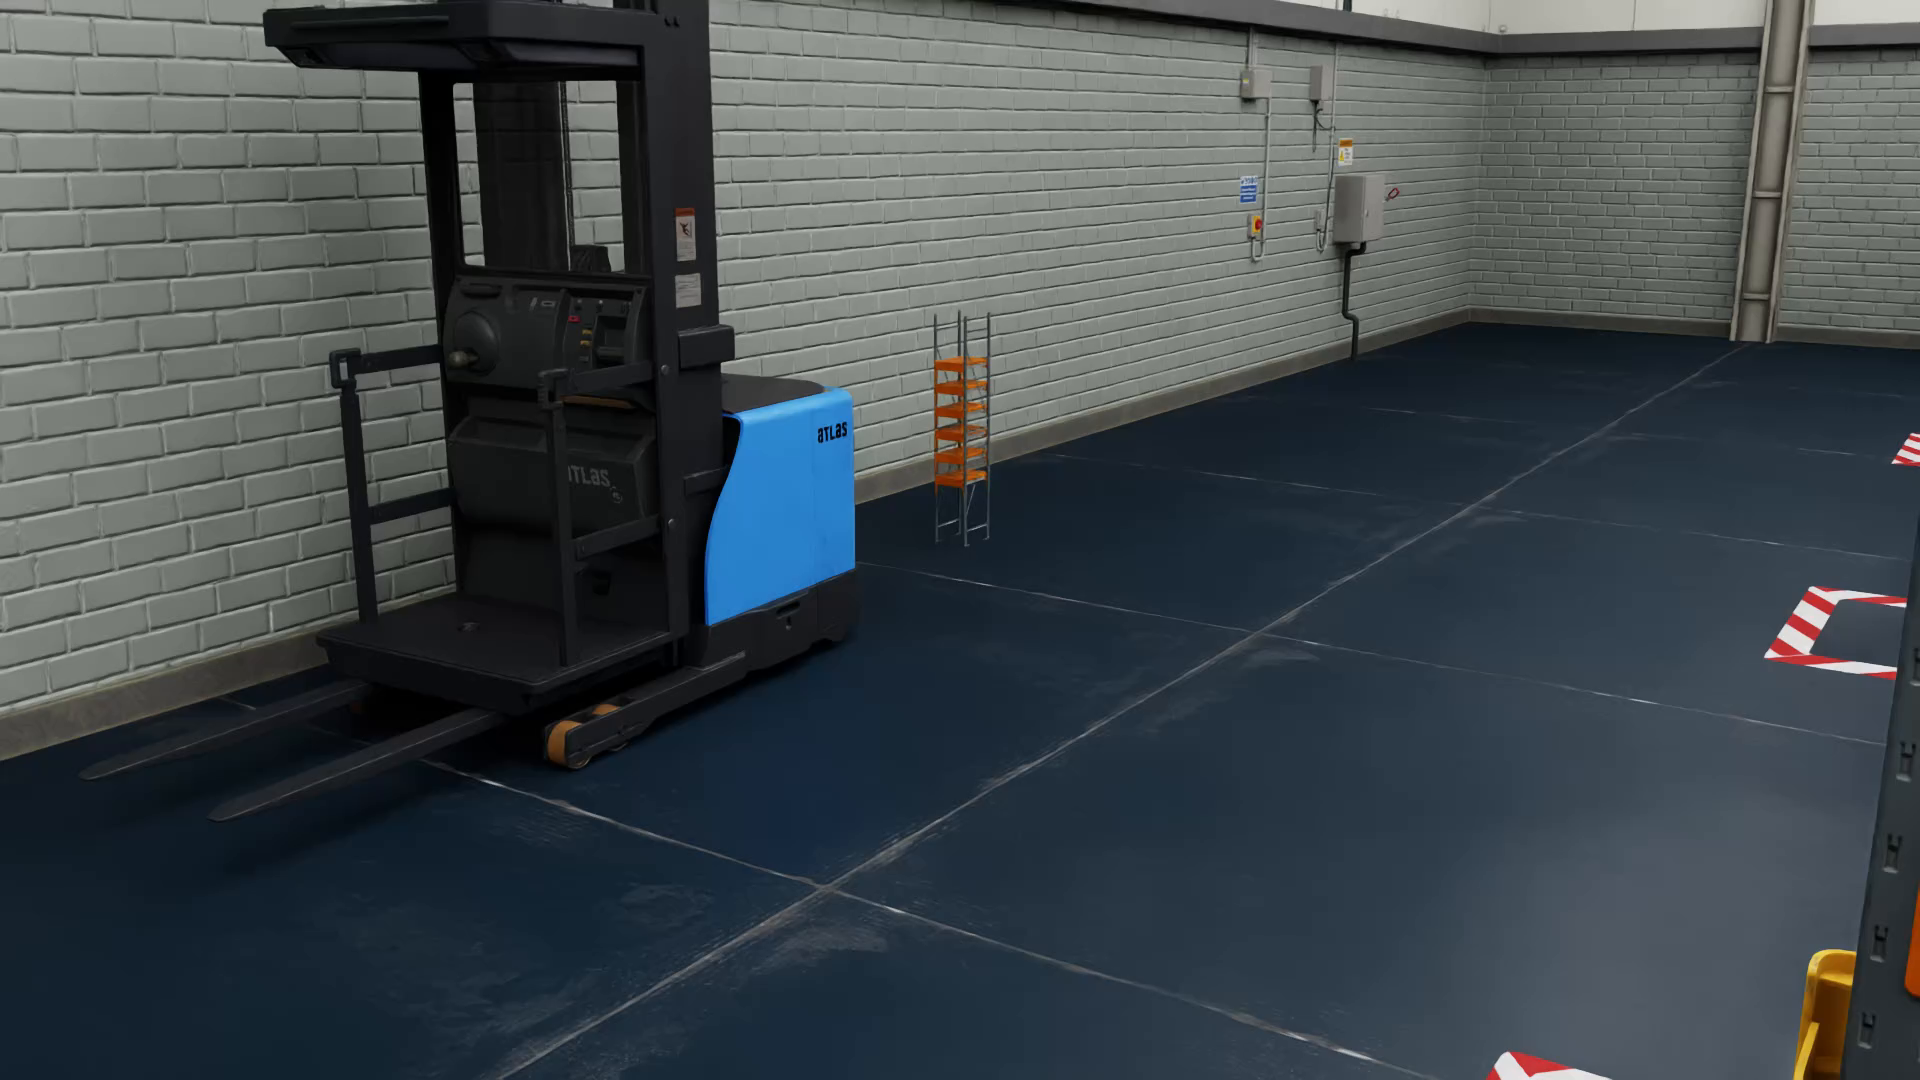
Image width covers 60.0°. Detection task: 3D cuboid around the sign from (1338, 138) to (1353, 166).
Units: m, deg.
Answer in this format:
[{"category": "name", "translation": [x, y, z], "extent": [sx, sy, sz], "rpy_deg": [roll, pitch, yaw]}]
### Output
[{"category": "sign", "translation": [3.523, -3.546, 15.187], "extent": [0.001, 0.242, 0.339], "rpy_deg": [9, 17, 33]}]

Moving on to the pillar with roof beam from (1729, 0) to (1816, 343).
[{"category": "pillar with roof beam", "translation": [5.755, -5.563, 12.568], "extent": [0.400, 9.000, 9.100], "rpy_deg": [9, 17, 33]}]

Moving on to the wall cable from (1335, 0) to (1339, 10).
[{"category": "wall cable", "translation": [2.669, -5.746, 13.308], "extent": [0.029, 3.000, 2.355], "rpy_deg": [9, 17, 33]}]

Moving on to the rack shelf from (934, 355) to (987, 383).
[{"category": "rack shelf", "translation": [0.012, -0.887, 8.595], "extent": [0.180, 0.103, 0.258], "rpy_deg": [9, 17, 33]}]

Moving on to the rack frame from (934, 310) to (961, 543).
[{"category": "rack frame", "translation": [-0.064, -0.593, 8.721], "extent": [0.006, 1.200, 0.240], "rpy_deg": [9, 17, 33]}]

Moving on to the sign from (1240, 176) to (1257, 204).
[{"category": "sign", "translation": [2.355, -2.859, 13.568], "extent": [0.001, 0.218, 0.327], "rpy_deg": [9, 17, 33]}]

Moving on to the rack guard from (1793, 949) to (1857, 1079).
[{"category": "rack guard", "translation": [1.574, 1.208, 2.901], "extent": [0.348, 0.500, 1.175], "rpy_deg": [9, 17, 33]}]

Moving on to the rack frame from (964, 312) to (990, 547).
[{"category": "rack frame", "translation": [0.088, -0.568, 8.622], "extent": [0.006, 1.200, 0.240], "rpy_deg": [9, 17, 33]}]

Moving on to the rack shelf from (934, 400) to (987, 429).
[{"category": "rack shelf", "translation": [0.012, -0.654, 8.653], "extent": [0.180, 0.103, 0.258], "rpy_deg": [9, 17, 33]}]

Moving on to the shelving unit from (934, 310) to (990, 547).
[{"category": "shelving unit", "translation": [0.012, -0.580, 8.671], "extent": [0.189, 1.200, 0.258], "rpy_deg": [9, 17, 33]}]

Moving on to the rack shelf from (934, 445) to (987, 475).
[{"category": "rack shelf", "translation": [0.012, -0.421, 8.711], "extent": [0.180, 0.103, 0.258], "rpy_deg": [9, 17, 33]}]

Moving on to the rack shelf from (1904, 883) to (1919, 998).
[{"category": "rack shelf", "translation": [3.253, 0.616, 1.591], "extent": [4.000, 0.370, 1.077], "rpy_deg": [9, 17, 33]}]

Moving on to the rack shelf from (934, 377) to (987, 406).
[{"category": "rack shelf", "translation": [0.012, -0.770, 8.624], "extent": [0.180, 0.103, 0.258], "rpy_deg": [9, 17, 33]}]

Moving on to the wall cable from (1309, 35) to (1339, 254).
[{"category": "wall cable", "translation": [3.214, -3.507, 14.633], "extent": [0.122, 1.984, 0.588], "rpy_deg": [9, 17, 33]}]

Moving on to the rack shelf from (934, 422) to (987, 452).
[{"category": "rack shelf", "translation": [0.012, -0.537, 8.682], "extent": [0.180, 0.103, 0.258], "rpy_deg": [9, 17, 33]}]

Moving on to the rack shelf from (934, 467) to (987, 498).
[{"category": "rack shelf", "translation": [0.012, -0.304, 8.740], "extent": [0.180, 0.103, 0.258], "rpy_deg": [9, 17, 33]}]

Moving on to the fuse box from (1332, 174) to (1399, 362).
[{"category": "fuse box", "translation": [3.726, -2.503, 15.374], "extent": [0.414, 1.711, 0.539], "rpy_deg": [9, 17, 33]}]

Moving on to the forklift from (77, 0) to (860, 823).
[{"category": "forklift", "translation": [-1.611, -0.767, 5.821], "extent": [1.130, 2.935, 3.031], "rpy_deg": [8, 16, 30]}]

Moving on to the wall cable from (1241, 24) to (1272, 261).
[{"category": "wall cable", "translation": [2.432, -3.238, 13.480], "extent": [0.123, 1.953, 0.585], "rpy_deg": [9, 17, 33]}]

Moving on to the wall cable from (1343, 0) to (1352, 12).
[{"category": "wall cable", "translation": [4.255, -6.315, 15.527], "extent": [0.133, 3.039, 2.988], "rpy_deg": [9, 17, 33]}]
